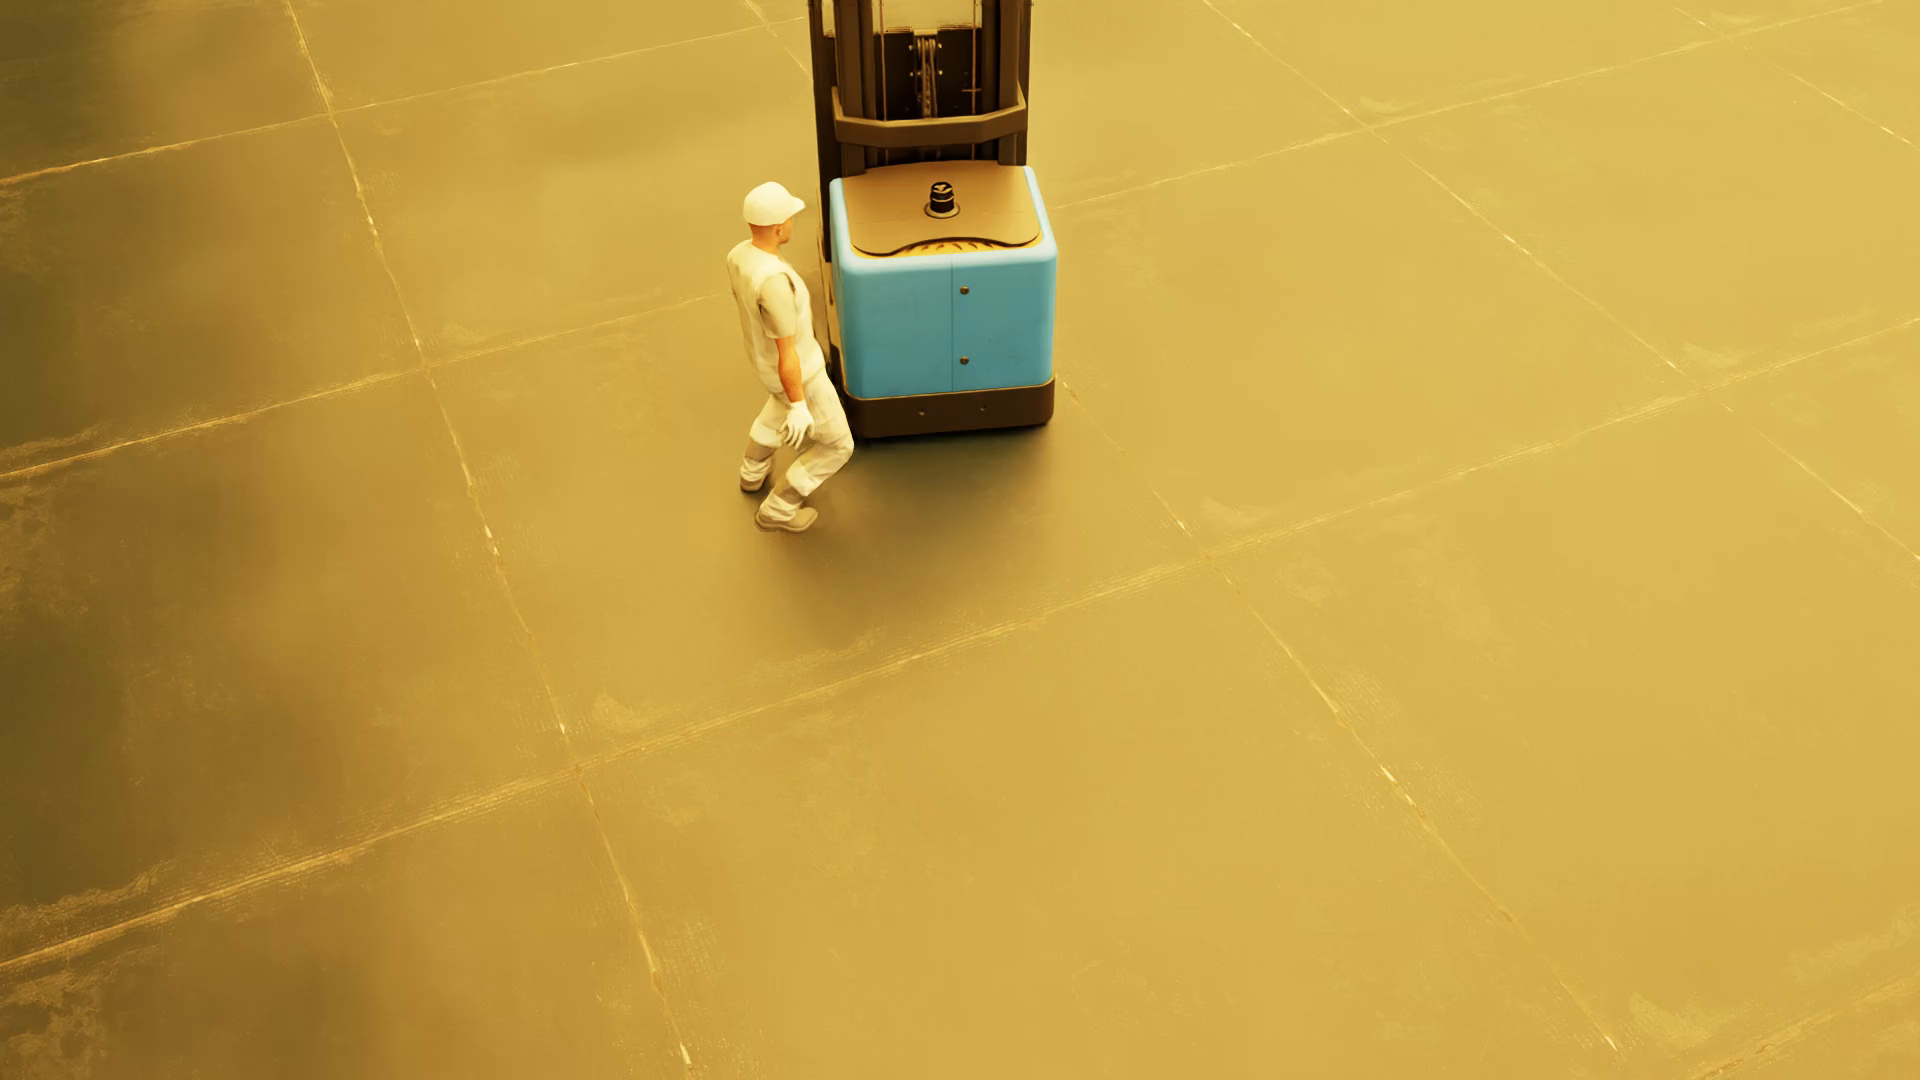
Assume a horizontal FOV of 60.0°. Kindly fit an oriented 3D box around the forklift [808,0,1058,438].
[{"bbox_3d":[-0.227,-2.587,8.452,1.130,2.935,3.031,-5,43,-5],"label":"forklift"}]

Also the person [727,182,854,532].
[{"bbox_3d":[-0.792,-0.781,7.431,0.490,1.692,0.923,-16,45,-16],"label":"person"}]
